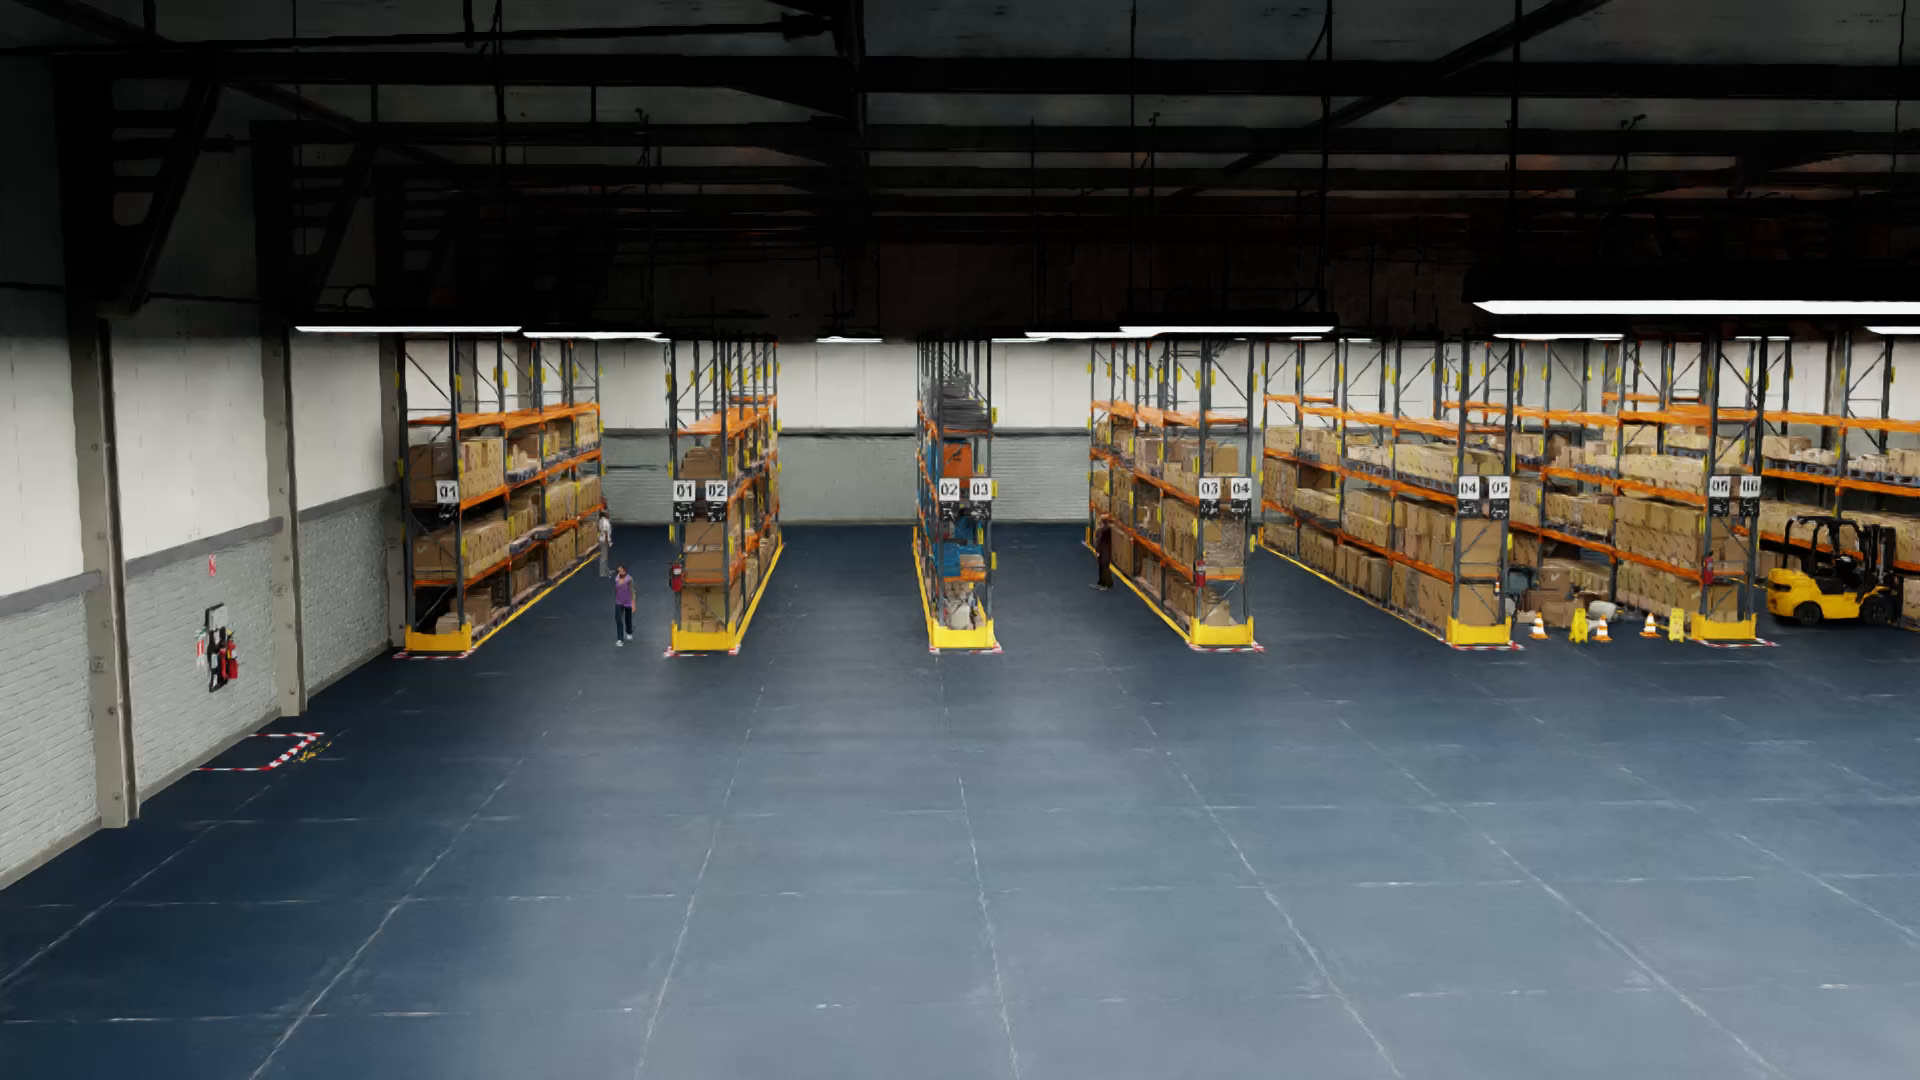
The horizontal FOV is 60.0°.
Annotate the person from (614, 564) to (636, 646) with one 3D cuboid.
[{"bbox_3d":[-6.407,1.208,31.804,0.432,1.539,0.947,0,7,-4],"label":"person"}]

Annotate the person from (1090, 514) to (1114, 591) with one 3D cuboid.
[{"bbox_3d":[3.303,0.318,38.637,0.644,1.684,0.673,3,7,22],"label":"person"}]

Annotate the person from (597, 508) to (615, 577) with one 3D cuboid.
[{"bbox_3d":[-8.730,0.044,41.055,0.441,1.680,0.552,-3,7,-23],"label":"person"}]

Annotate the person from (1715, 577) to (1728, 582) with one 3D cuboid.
[{"bbox_3d":[16.298,0.633,35.664,0.497,1.765,0.625,4,8,28],"label":"person"}]
